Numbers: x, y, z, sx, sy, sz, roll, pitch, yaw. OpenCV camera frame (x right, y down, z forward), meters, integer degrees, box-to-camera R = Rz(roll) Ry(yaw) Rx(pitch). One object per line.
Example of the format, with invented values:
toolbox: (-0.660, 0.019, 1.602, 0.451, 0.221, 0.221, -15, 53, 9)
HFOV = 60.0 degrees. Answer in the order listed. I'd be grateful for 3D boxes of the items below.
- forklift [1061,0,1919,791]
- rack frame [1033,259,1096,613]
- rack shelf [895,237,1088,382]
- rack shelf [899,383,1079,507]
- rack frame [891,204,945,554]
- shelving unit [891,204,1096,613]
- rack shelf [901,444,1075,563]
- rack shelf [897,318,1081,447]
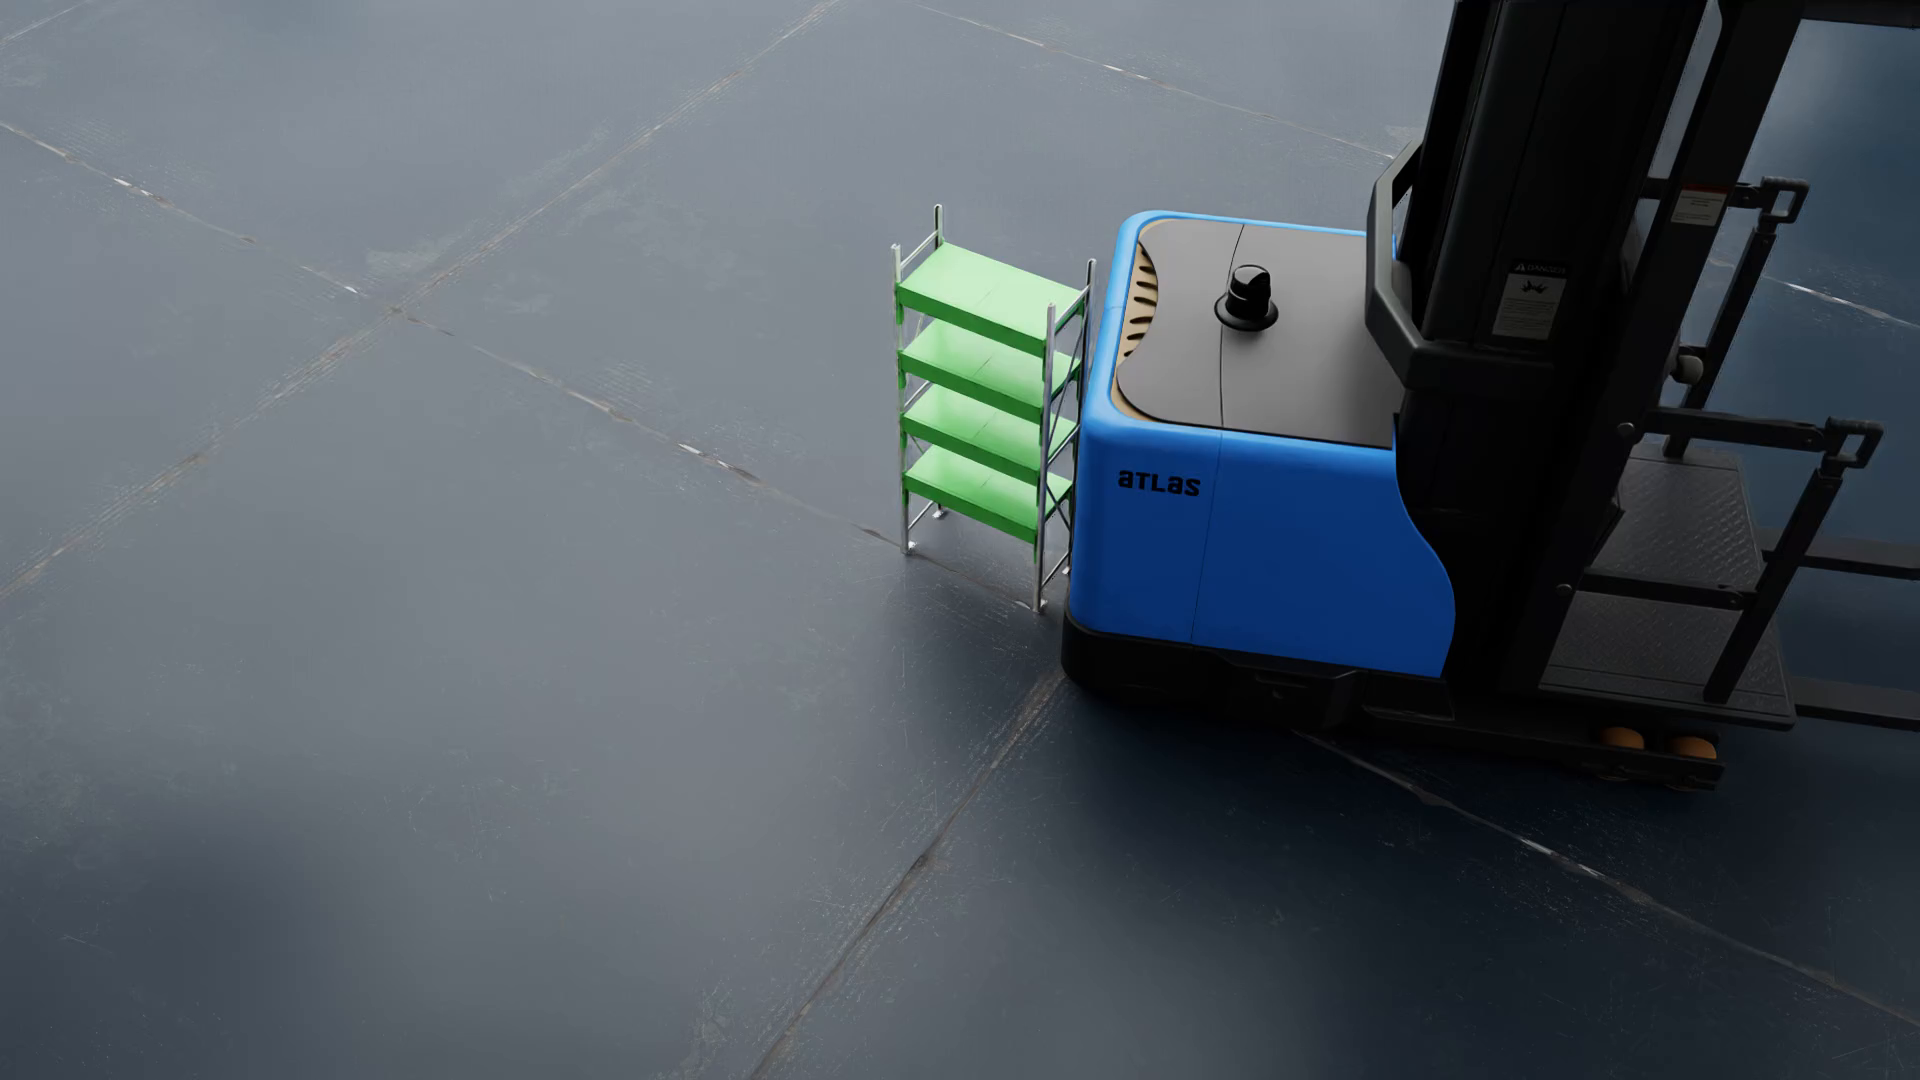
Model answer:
forklift: (1.869, -0.723, 4.080, 3.031, 2.935, 1.130, 7, 46, 7)
rack frame: (0.297, -0.265, 4.843, 0.015, 1.200, 0.240, 24, 50, 21)
rack shelf: (0.089, -0.647, 4.633, 0.480, 0.148, 0.258, 24, 50, 21)
rack shelf: (0.089, -0.312, 4.977, 0.480, 0.148, 0.258, 24, 50, 21)
rack frame: (-0.119, -0.448, 5.020, 0.015, 1.200, 0.240, 24, 50, 21)
shelving unit: (0.089, -0.357, 4.932, 0.503, 1.200, 0.258, 24, 50, 21)
rack shelf: (0.089, -0.145, 5.149, 0.480, 0.148, 0.258, 24, 50, 21)
rack shelf: (0.089, -0.479, 4.805, 0.480, 0.148, 0.258, 24, 50, 21)
